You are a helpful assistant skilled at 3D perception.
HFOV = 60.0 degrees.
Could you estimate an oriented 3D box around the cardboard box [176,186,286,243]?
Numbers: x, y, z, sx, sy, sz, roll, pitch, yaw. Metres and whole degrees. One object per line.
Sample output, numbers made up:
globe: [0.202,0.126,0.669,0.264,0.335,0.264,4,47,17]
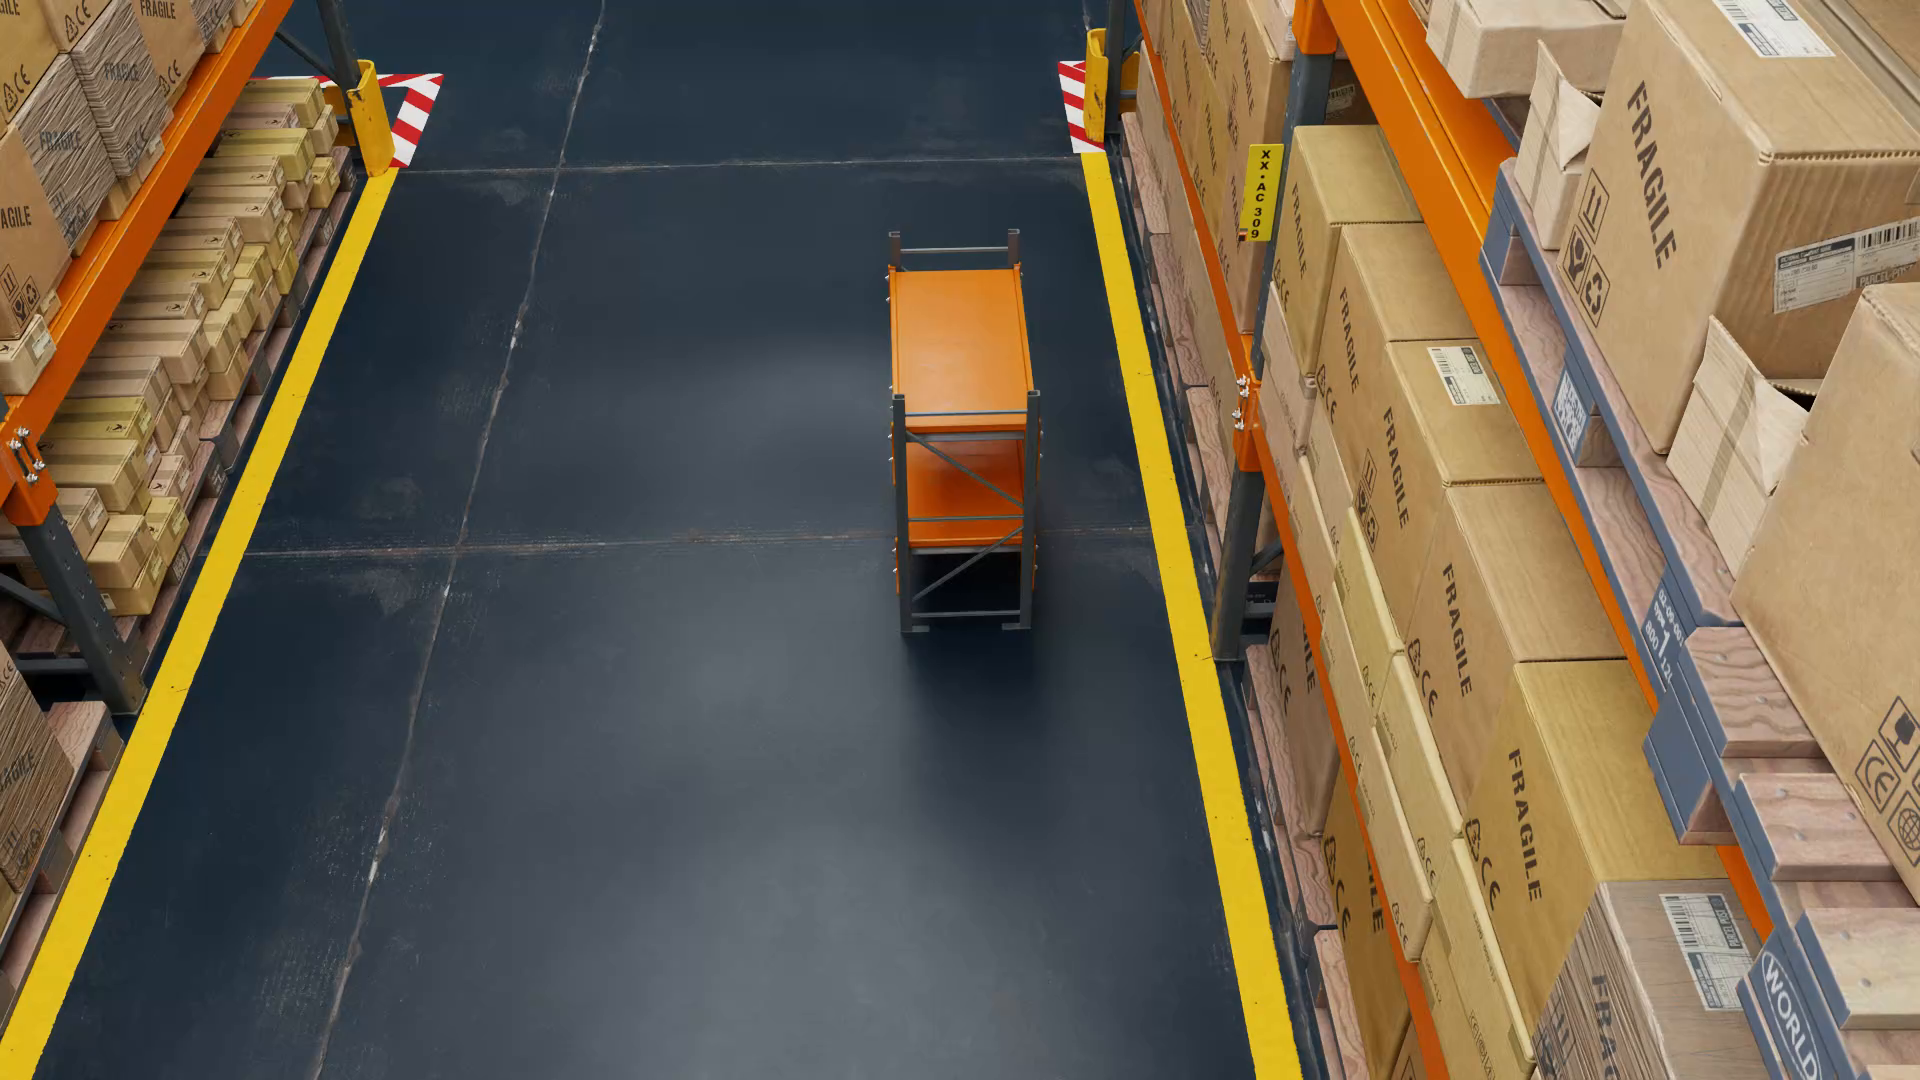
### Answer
cardboard box: [-3.280,-1.465,7.487,0.380,0.149,0.250,0,43,0]

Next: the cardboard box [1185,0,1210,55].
cardboard box: [1.110,-2.103,6.010,0.500,0.500,0.500,-1,43,-1]

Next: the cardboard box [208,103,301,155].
cardboard box: [-3.432,-1.993,8.063,0.380,0.149,0.250,-1,43,-1]

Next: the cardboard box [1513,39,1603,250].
cardboard box: [1.178,-0.668,2.828,0.396,0.266,0.258,2,43,2]

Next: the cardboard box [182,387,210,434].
cardboard box: [-3.367,-0.546,6.925,0.380,0.149,0.250,-3,43,-4]

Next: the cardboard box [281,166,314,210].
cardboard box: [-3.330,-1.705,7.970,0.380,0.149,0.250,-3,43,-4]

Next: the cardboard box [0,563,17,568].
cardboard box: [-3.776,-0.027,6.359,0.380,0.149,0.250,-1,43,-1]

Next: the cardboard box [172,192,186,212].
cardboard box: [-3.841,-1.694,7.957,0.380,0.149,0.250,-1,43,-1]

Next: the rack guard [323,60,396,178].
rack guard: [-3.658,-2.218,8.800,1.175,0.500,0.348,-2,43,-2]

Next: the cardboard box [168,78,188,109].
cardboard box: [-3.371,-1.835,6.718,0.380,0.149,0.250,-1,43,-1]

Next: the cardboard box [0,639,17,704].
cardboard box: [-3.207,0.495,4.974,0.500,0.250,0.500,-3,43,-3]

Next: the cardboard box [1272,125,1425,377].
cardboard box: [1.181,-0.801,4.590,0.500,0.500,0.500,-1,43,-1]

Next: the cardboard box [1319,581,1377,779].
cardboard box: [1.234,0.355,4.254,0.500,0.250,0.500,-2,43,-2]

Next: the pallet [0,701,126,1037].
pallet: [-3.457,1.063,5.434,1.003,0.211,1.213,-2,43,-2]

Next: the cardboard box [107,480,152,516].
cardboard box: [-3.287,-0.126,6.247,0.380,0.149,0.250,-1,43,-1]

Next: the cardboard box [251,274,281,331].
cardboard box: [-3.305,-1.072,7.499,0.380,0.149,0.250,-1,43,-1]

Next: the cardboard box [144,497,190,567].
cardboard box: [-3.197,-0.029,6.361,0.380,0.149,0.250,0,43,-1]

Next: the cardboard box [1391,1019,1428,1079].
cardboard box: [1.640,1.557,4.093,0.875,0.875,0.875,-1,43,-1]

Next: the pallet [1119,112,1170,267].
pallet: [1.392,-1.836,8.596,1.003,0.211,1.213,-2,43,-2]

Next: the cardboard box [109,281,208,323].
cardboard box: [-3.369,-0.940,6.915,0.380,0.149,0.250,-3,43,-4]

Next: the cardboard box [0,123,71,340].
cardboard box: [-3.261,-0.979,5.303,0.500,0.500,0.500,-2,43,-3]

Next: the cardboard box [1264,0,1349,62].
cardboard box: [1.119,-1.544,4.921,0.380,0.149,0.250,-2,43,-3]

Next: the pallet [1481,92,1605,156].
pallet: [1.538,-1.118,3.672,0.805,0.209,1.217,-3,43,-4]

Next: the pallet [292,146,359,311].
pallet: [-3.659,-1.562,8.298,1.003,0.211,1.213,-2,43,-2]

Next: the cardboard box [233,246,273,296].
cardboard box: [-3.303,-1.183,7.399,0.380,0.149,0.250,0,43,0]

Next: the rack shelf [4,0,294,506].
rack shelf: [-3.576,-1.575,6.781,1.077,0.370,4.000,-2,43,-2]

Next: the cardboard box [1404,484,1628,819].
cardboard box: [1.278,0.229,3.466,0.500,0.500,0.500,-2,43,-2]

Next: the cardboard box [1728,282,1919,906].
cardboard box: [1.388,0.039,1.882,0.700,0.500,0.500,-4,43,-4]

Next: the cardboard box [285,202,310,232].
cardboard box: [-3.393,-1.594,8.068,0.380,0.149,0.250,-2,43,-2]

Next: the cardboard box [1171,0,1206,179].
cardboard box: [1.112,-1.730,6.343,0.500,0.500,0.500,-2,43,-2]

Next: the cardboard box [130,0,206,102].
cardboard box: [-3.326,-2.015,6.434,0.500,0.500,0.500,0,43,0]

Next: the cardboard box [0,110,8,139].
cardboard box: [-3.267,-1.317,4.933,0.500,0.500,0.500,-1,43,-1]

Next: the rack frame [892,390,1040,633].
rack frame: [0.021,-0.076,6.000,0.500,1.125,0.032,-2,43,-2]

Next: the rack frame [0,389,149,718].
rack frame: [-3.491,-0.490,5.065,1.000,3.000,0.127,-2,43,-2]

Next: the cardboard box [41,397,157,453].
cardboard box: [-3.311,-0.409,6.335,0.380,0.149,0.250,-2,43,-2]

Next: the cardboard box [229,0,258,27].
cardboard box: [-3.332,-2.377,7.309,0.380,0.149,0.250,-1,43,-1]

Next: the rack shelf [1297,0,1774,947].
rack shelf: [1.535,-0.191,3.051,1.077,0.370,4.000,-2,43,-2]

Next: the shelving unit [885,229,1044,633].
shelving unit: [0.000,-0.419,6.375,0.538,1.125,1.048,-2,43,-2]

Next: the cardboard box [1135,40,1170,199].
cardboard box: [1.408,-2.169,8.481,0.875,0.438,0.875,-3,43,-3]

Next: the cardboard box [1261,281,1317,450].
cardboard box: [1.187,-0.525,4.843,0.500,0.250,0.500,-3,43,-3]

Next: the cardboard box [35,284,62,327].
cardboard box: [-3.262,-0.771,5.557,0.380,0.149,0.250,0,43,-1]

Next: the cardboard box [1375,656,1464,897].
cardboard box: [1.255,0.509,3.715,0.500,0.250,0.500,-3,43,-3]

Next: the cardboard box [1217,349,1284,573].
cardboard box: [1.531,-0.338,6.484,0.875,0.438,0.875,-2,43,-2]

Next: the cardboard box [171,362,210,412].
cardboard box: [-3.331,-0.658,6.827,0.380,0.149,0.250,0,43,0]

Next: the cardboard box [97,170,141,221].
cardboard box: [-3.276,-1.305,6.140,0.380,0.149,0.250,-1,43,-1]
